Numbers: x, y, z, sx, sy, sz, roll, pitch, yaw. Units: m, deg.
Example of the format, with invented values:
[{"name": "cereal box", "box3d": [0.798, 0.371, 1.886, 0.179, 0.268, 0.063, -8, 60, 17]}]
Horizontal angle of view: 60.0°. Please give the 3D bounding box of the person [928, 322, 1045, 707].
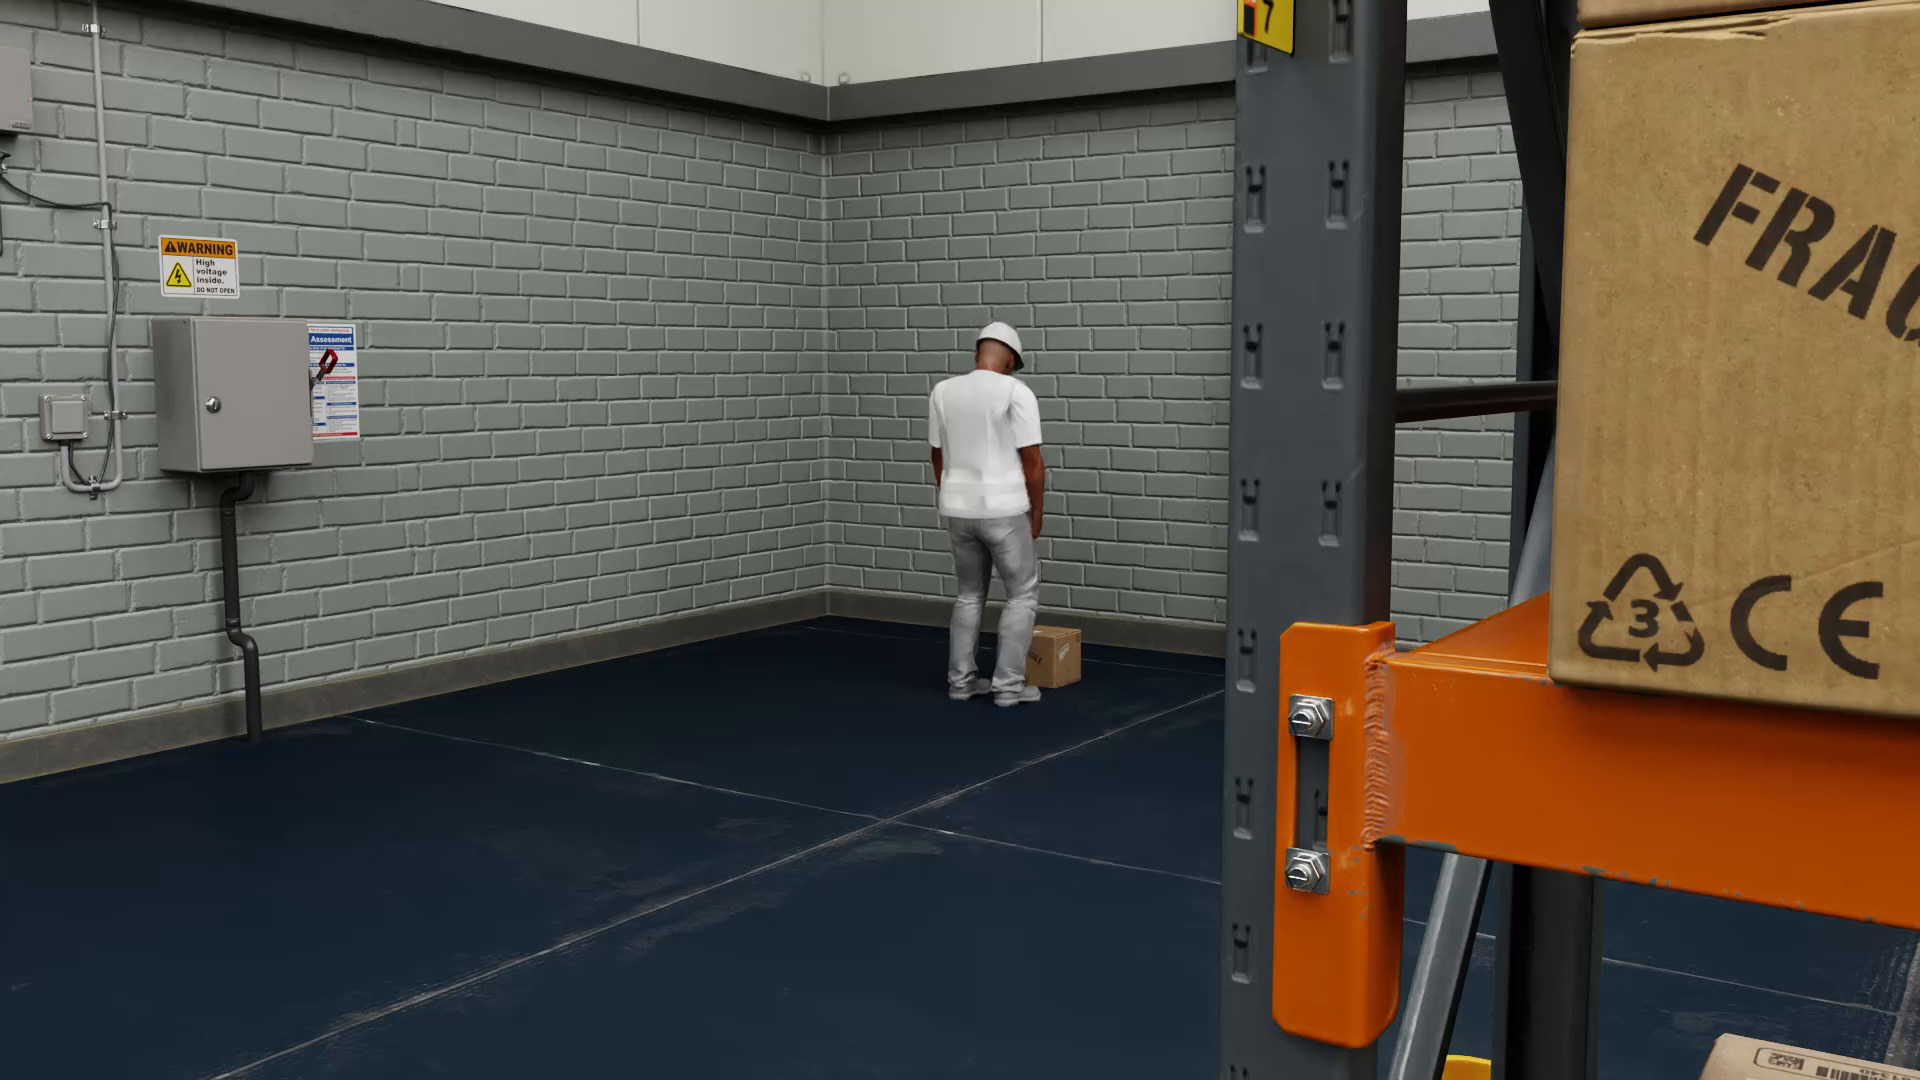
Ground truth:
[{"name": "person", "box3d": [0.130, -0.126, 7.555, 0.591, 1.718, 0.453, 4, 8, 35]}]
